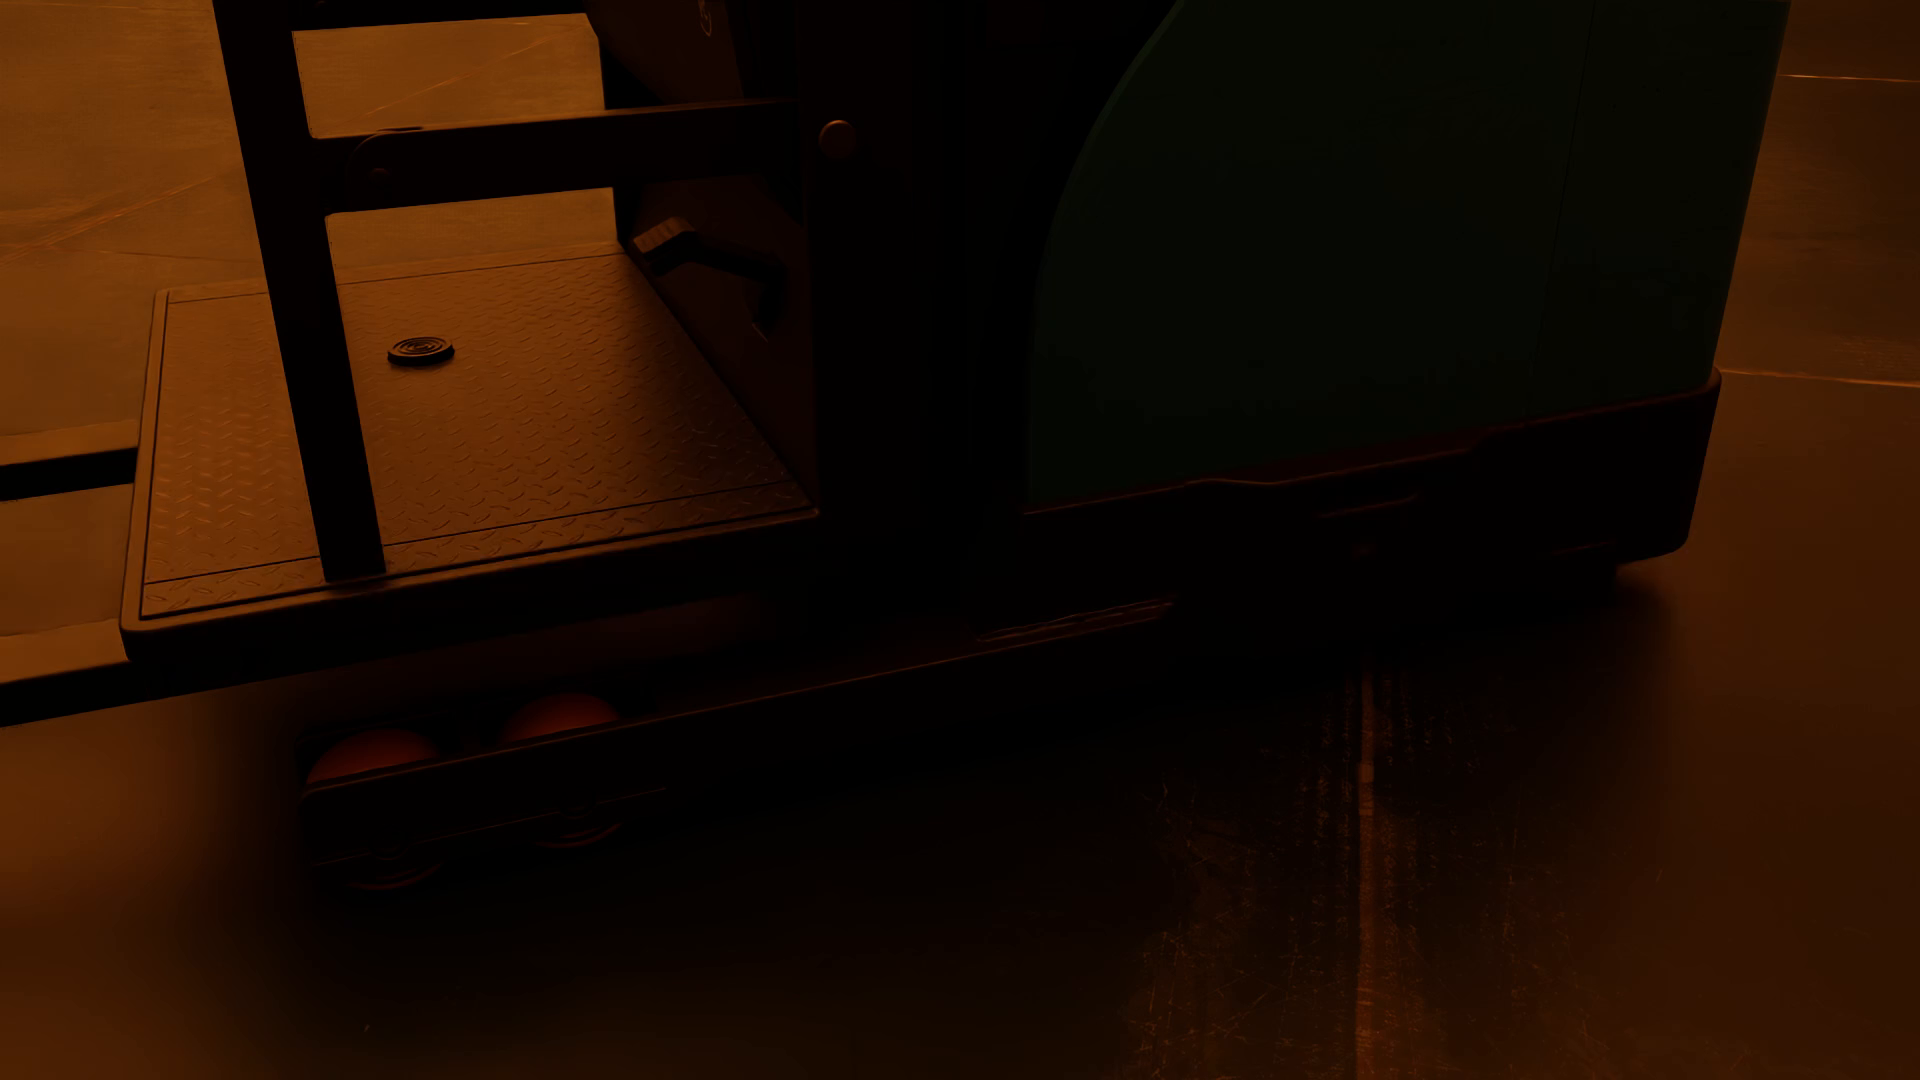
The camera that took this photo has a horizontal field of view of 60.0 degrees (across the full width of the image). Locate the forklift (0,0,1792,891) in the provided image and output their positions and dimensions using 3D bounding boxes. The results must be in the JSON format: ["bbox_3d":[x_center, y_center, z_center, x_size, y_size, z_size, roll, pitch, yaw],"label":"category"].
[{"bbox_3d":[-0.534,-1.208,1.640,3.031,2.935,1.130,-10,29,-19],"label":"forklift"}]
